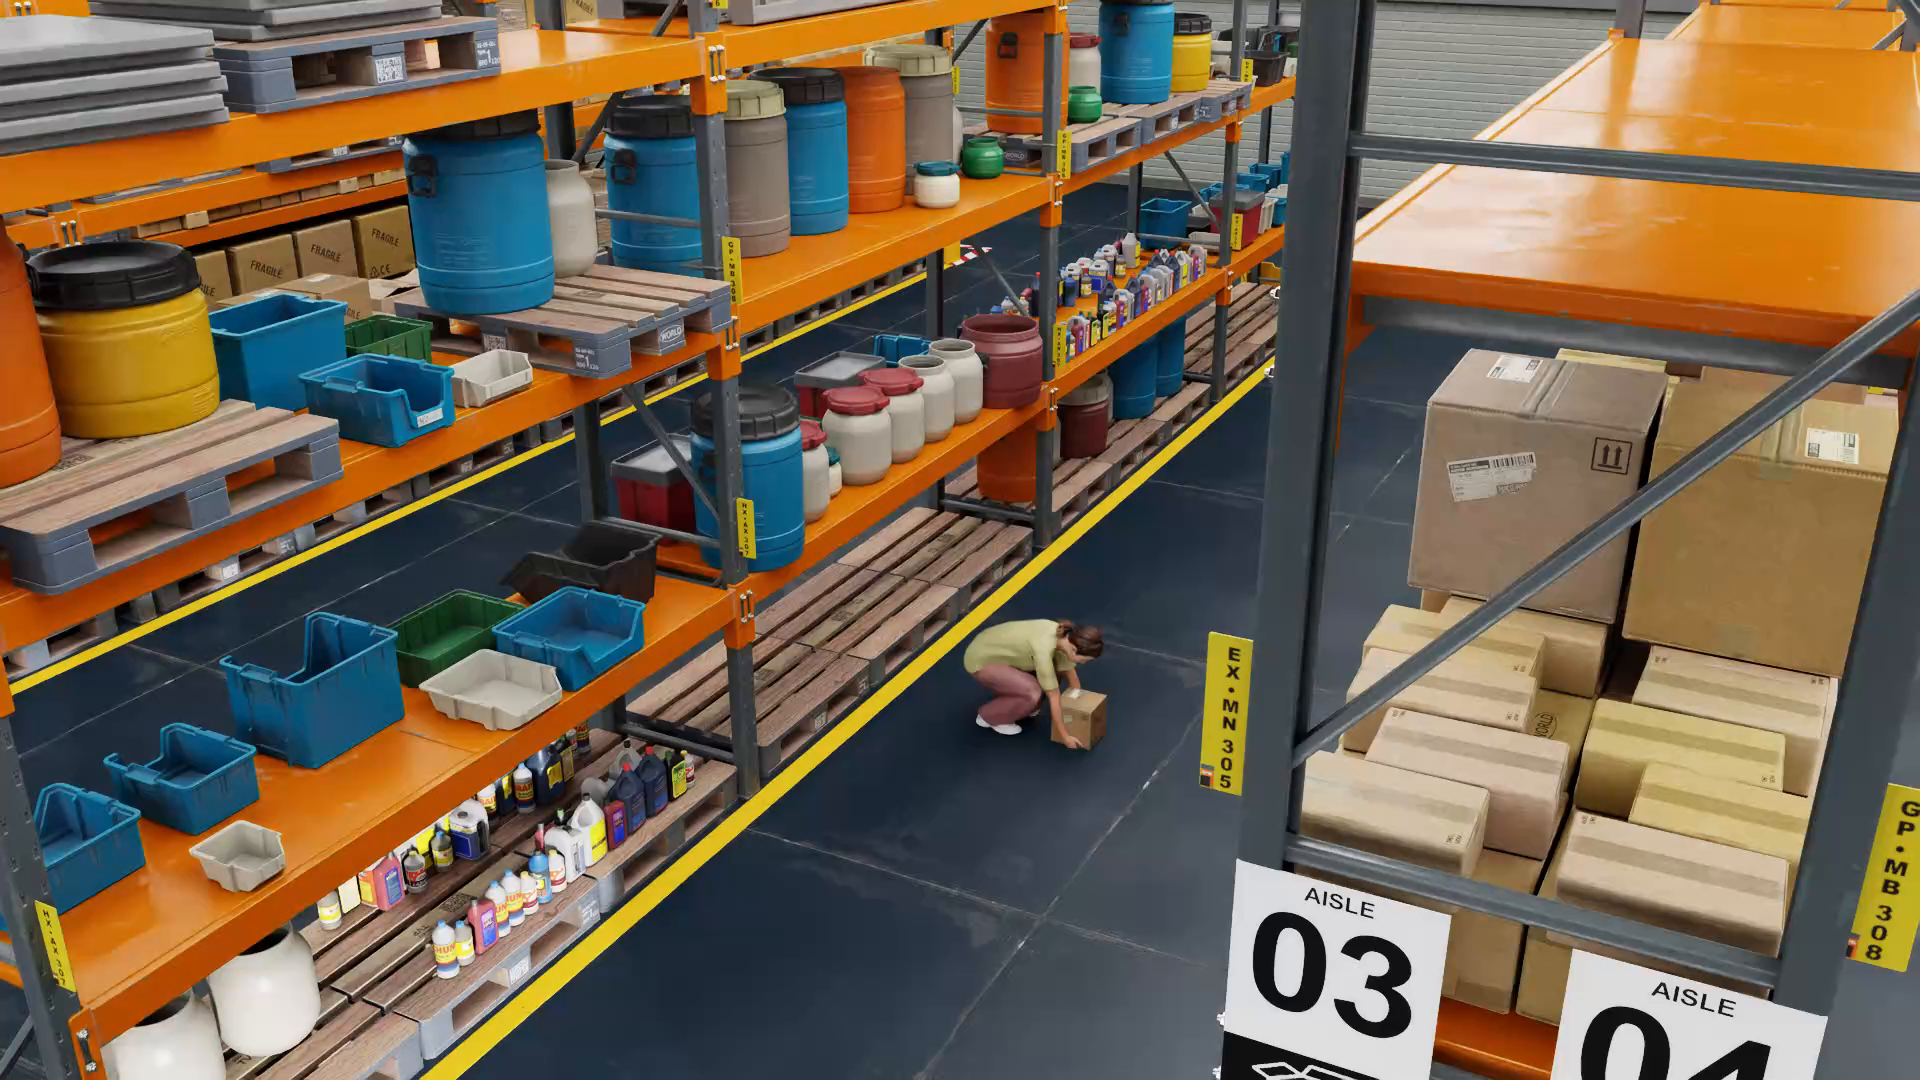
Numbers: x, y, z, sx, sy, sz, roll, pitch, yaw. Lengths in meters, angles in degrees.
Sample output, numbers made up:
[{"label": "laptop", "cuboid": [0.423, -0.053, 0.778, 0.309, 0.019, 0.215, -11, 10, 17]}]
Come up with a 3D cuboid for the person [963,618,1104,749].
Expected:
[{"label": "person", "cuboid": [0.437, 0.825, 9.954, 0.844, 0.773, 0.468, 11, 25, 24]}]
